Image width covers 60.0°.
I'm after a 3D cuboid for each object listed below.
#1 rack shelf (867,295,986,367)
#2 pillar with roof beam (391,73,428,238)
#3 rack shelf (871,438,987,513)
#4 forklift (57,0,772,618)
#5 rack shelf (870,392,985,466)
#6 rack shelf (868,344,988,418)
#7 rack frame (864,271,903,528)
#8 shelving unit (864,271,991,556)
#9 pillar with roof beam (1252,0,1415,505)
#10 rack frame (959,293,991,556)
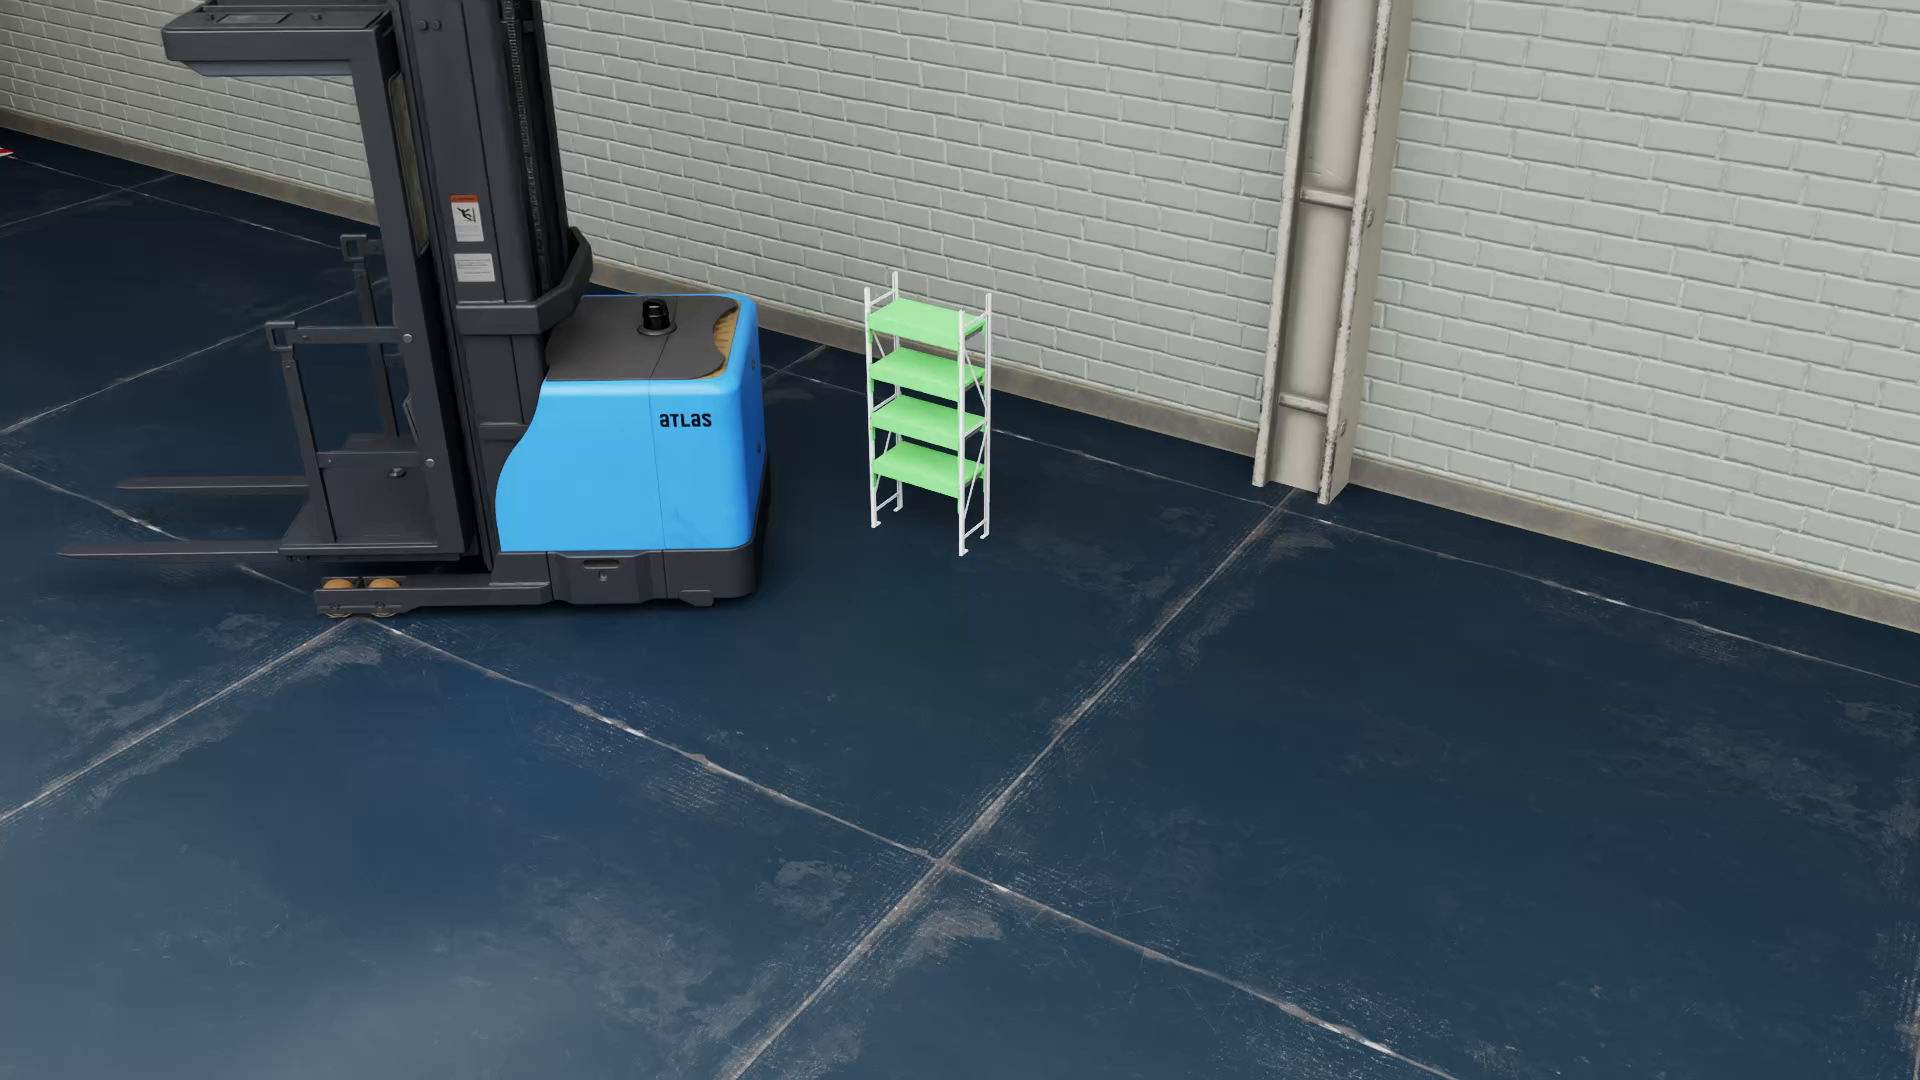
[{"bbox_3d":[-0.140,-0.922,7.314,0.480,0.148,0.258,18,35,27],"label":"rack shelf"},{"bbox_3d":[-5.679,-3.944,5.581,0.400,9.000,9.100,18,35,27],"label":"pillar with roof beam"},{"bbox_3d":[-0.140,-0.300,7.677,0.480,0.148,0.258,18,35,27],"label":"rack shelf"},{"bbox_3d":[-2.411,-1.200,6.899,3.031,2.935,1.130,-1,30,-1],"label":"forklift"},{"bbox_3d":[-0.140,-0.507,7.556,0.480,0.148,0.258,18,35,27],"label":"rack shelf"},{"bbox_3d":[-0.140,-0.715,7.435,0.480,0.148,0.258,18,35,27],"label":"rack shelf"},{"bbox_3d":[-0.347,-0.628,7.636,0.015,1.200,0.240,18,35,27],"label":"rack frame"},{"bbox_3d":[-0.140,-0.563,7.524,0.503,1.200,0.258,18,35,27],"label":"shelving unit"},{"bbox_3d":[-0.598,-2.337,2.826,0.400,9.000,9.100,18,35,27],"label":"pillar with roof beam"},{"bbox_3d":[0.066,-0.497,7.412,0.015,1.200,0.240,18,35,27],"label":"rack frame"}]
